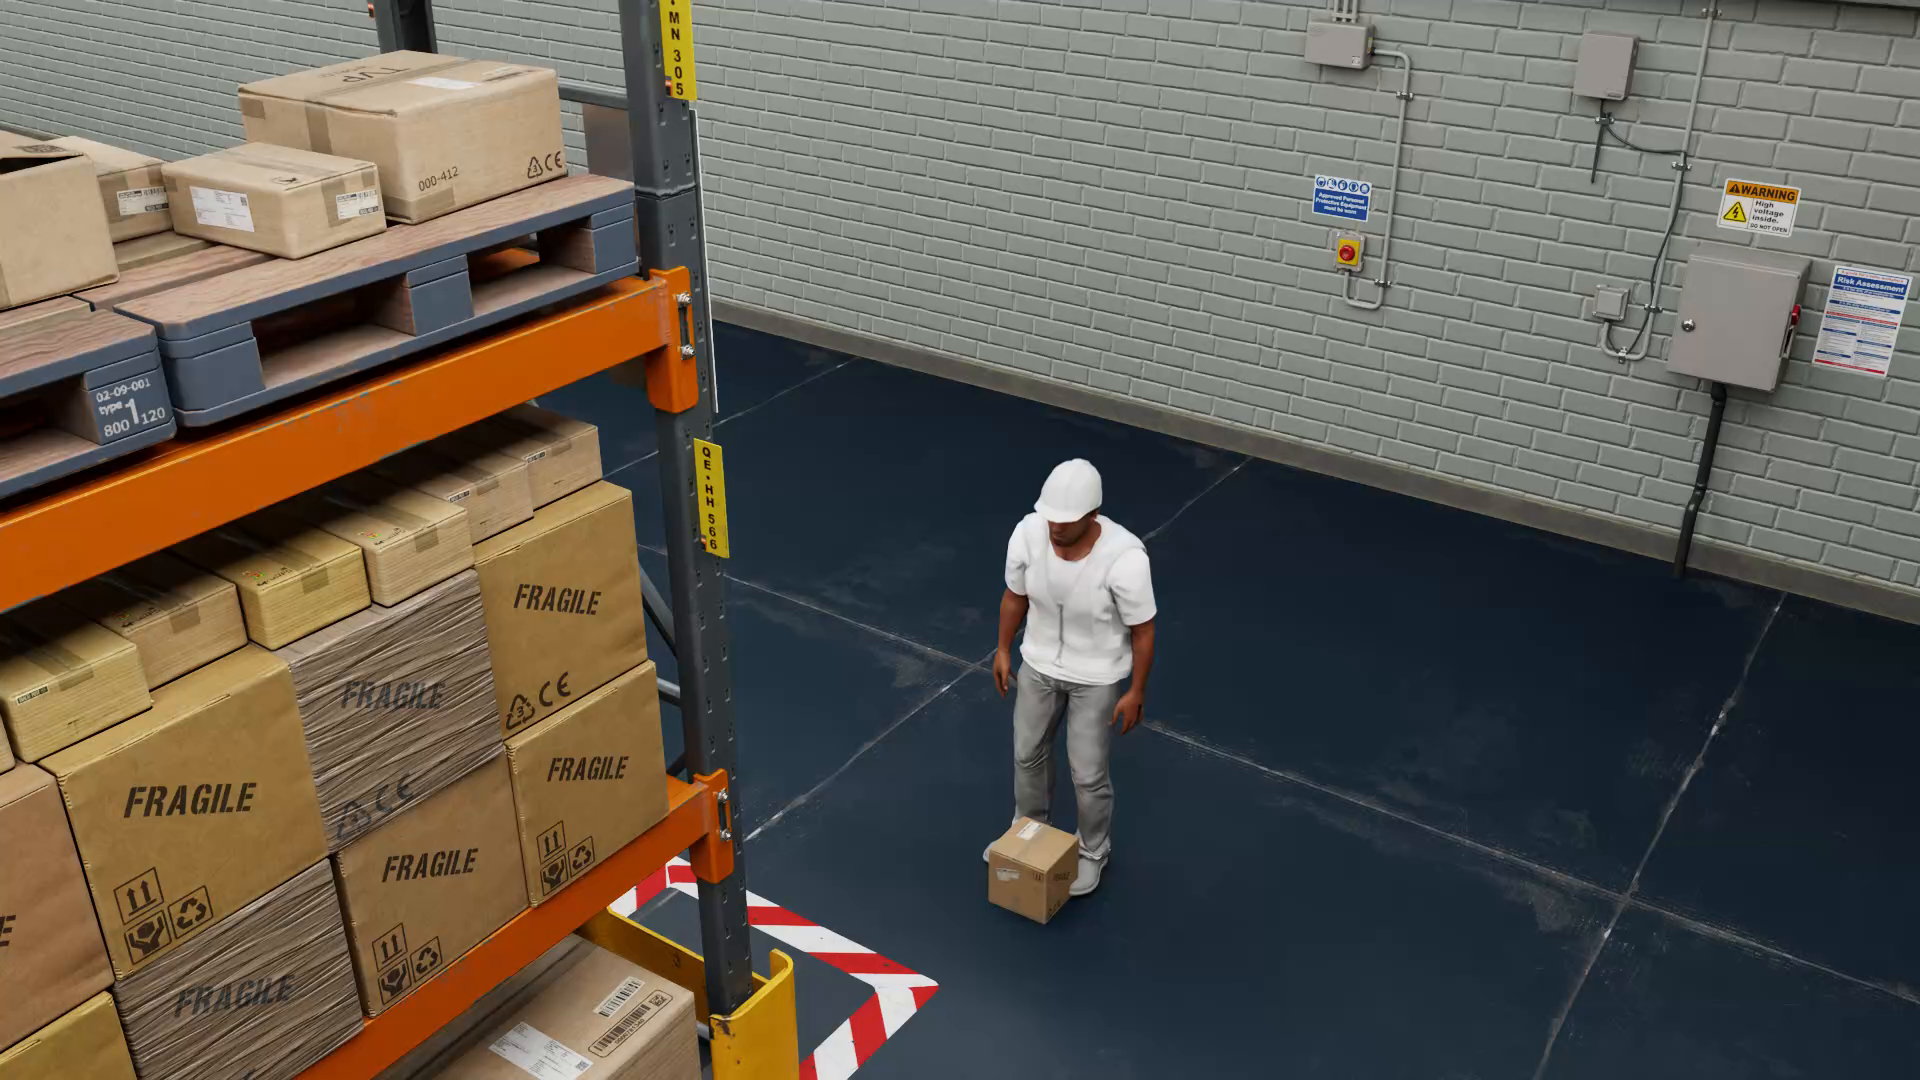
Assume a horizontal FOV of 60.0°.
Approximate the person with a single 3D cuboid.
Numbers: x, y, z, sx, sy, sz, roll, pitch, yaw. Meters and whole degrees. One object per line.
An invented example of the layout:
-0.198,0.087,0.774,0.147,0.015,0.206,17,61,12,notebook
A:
0.400,0.489,6.130,0.622,1.759,0.462,16,31,28,person
